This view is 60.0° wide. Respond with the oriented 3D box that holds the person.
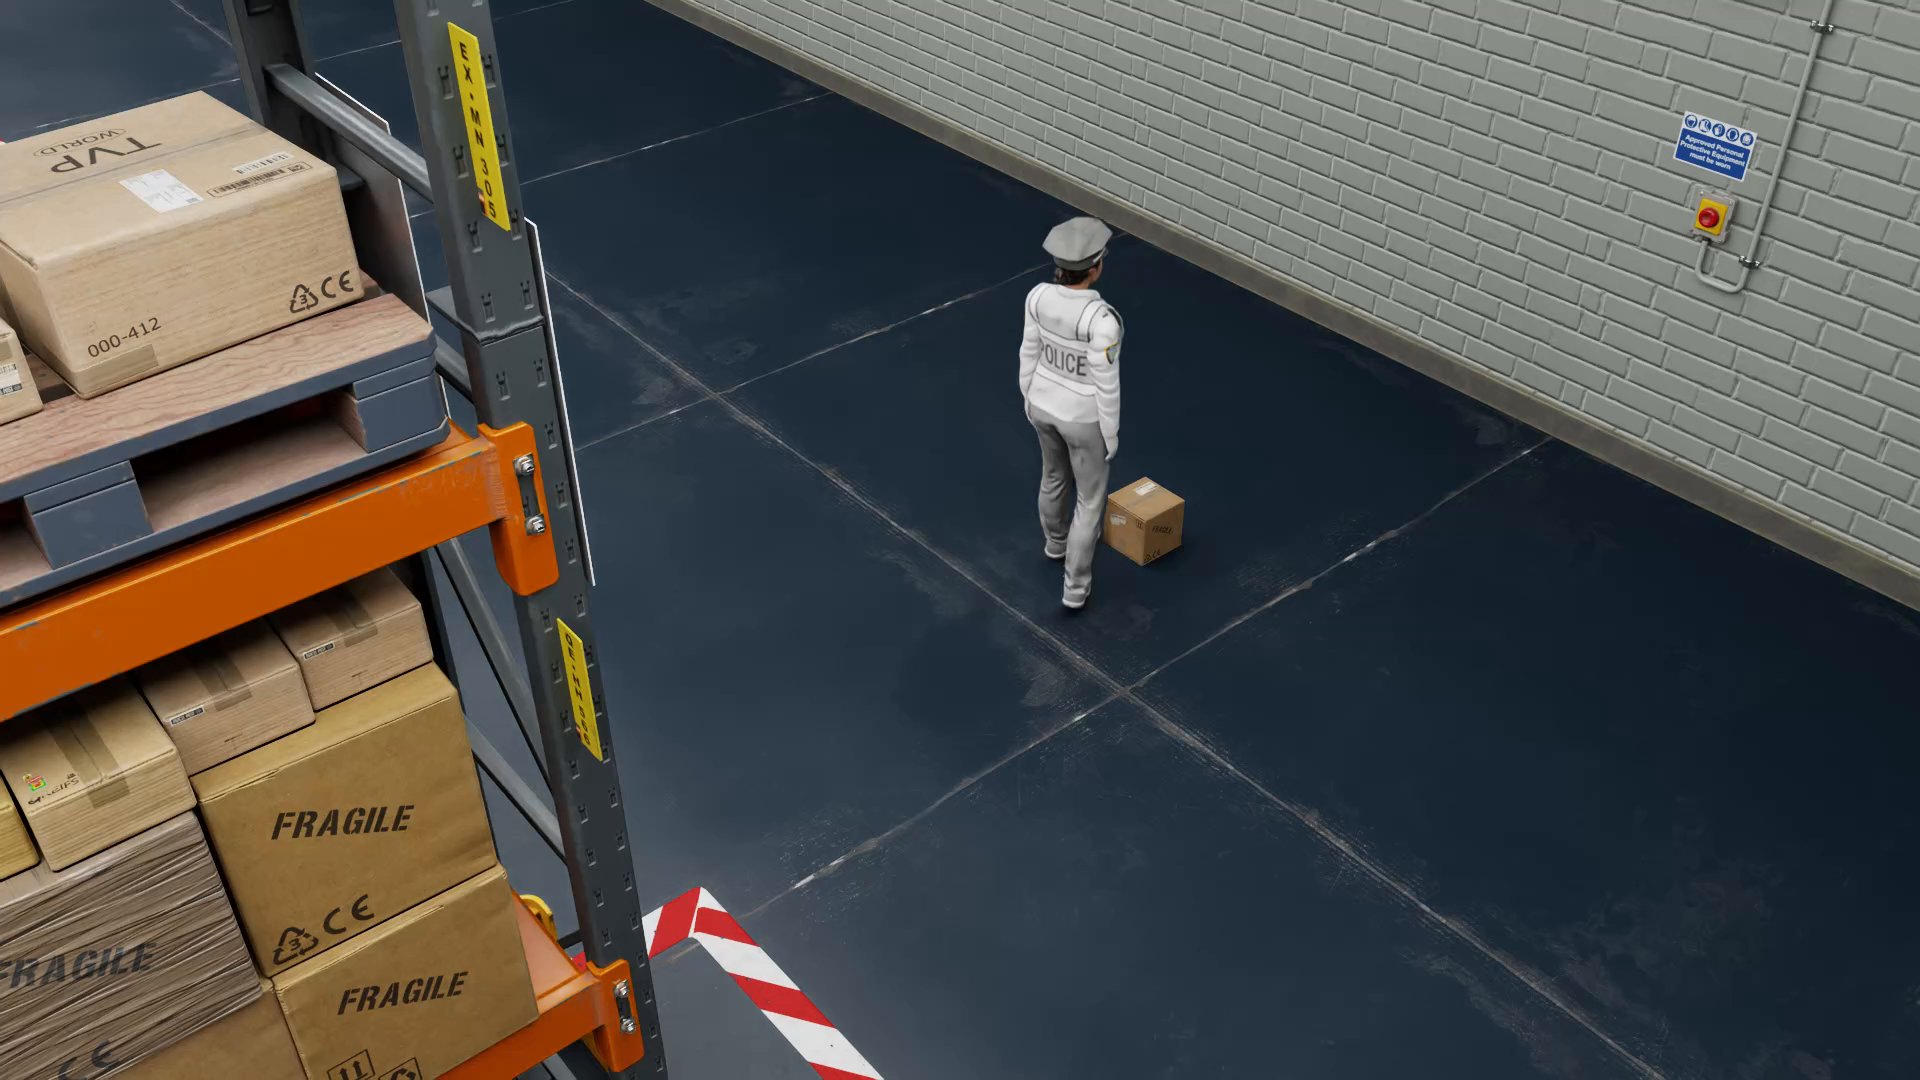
[{"bbox_3d":[0.486,-0.548,6.885,0.509,1.689,0.538,28,44,32],"label":"person"}]
